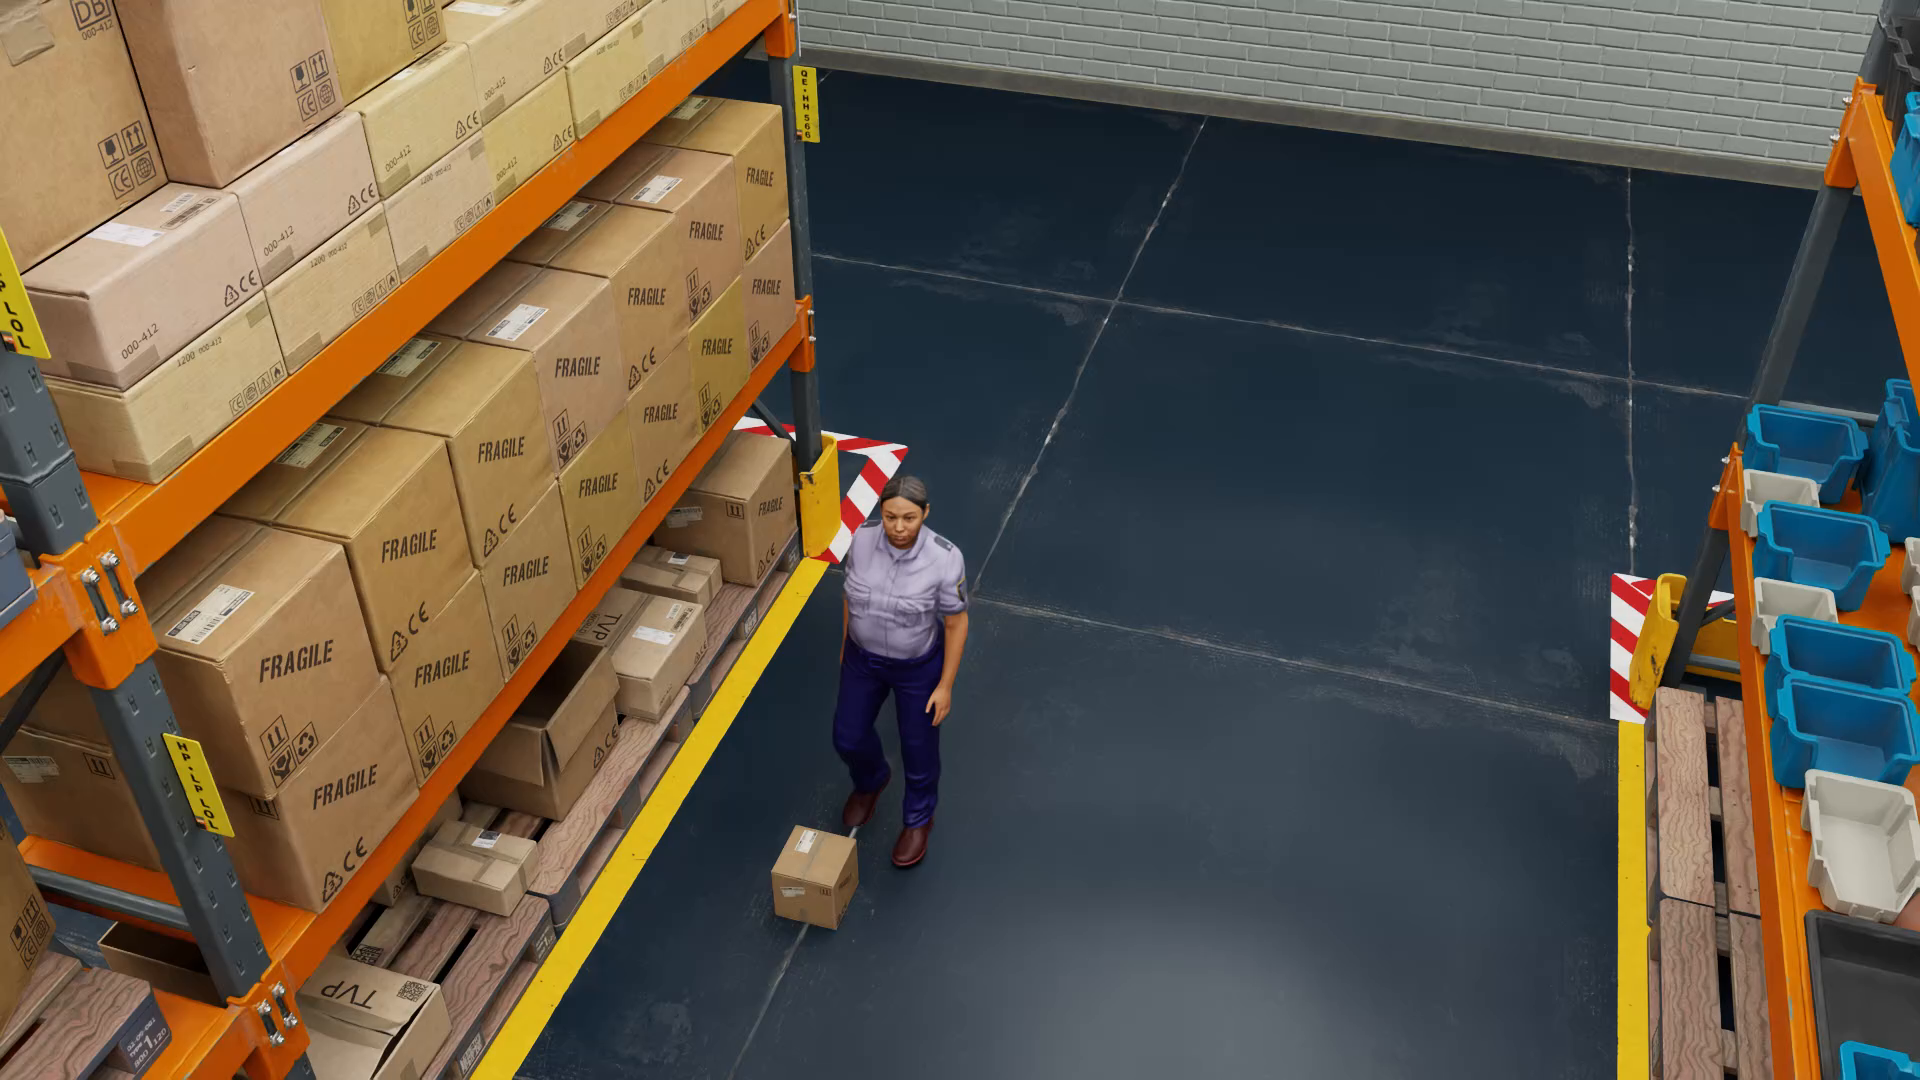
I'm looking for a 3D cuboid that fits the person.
[{"bbox_3d":[-0.240,0.521,6.238,0.522,1.701,0.442,13,39,16],"label":"person"}]
